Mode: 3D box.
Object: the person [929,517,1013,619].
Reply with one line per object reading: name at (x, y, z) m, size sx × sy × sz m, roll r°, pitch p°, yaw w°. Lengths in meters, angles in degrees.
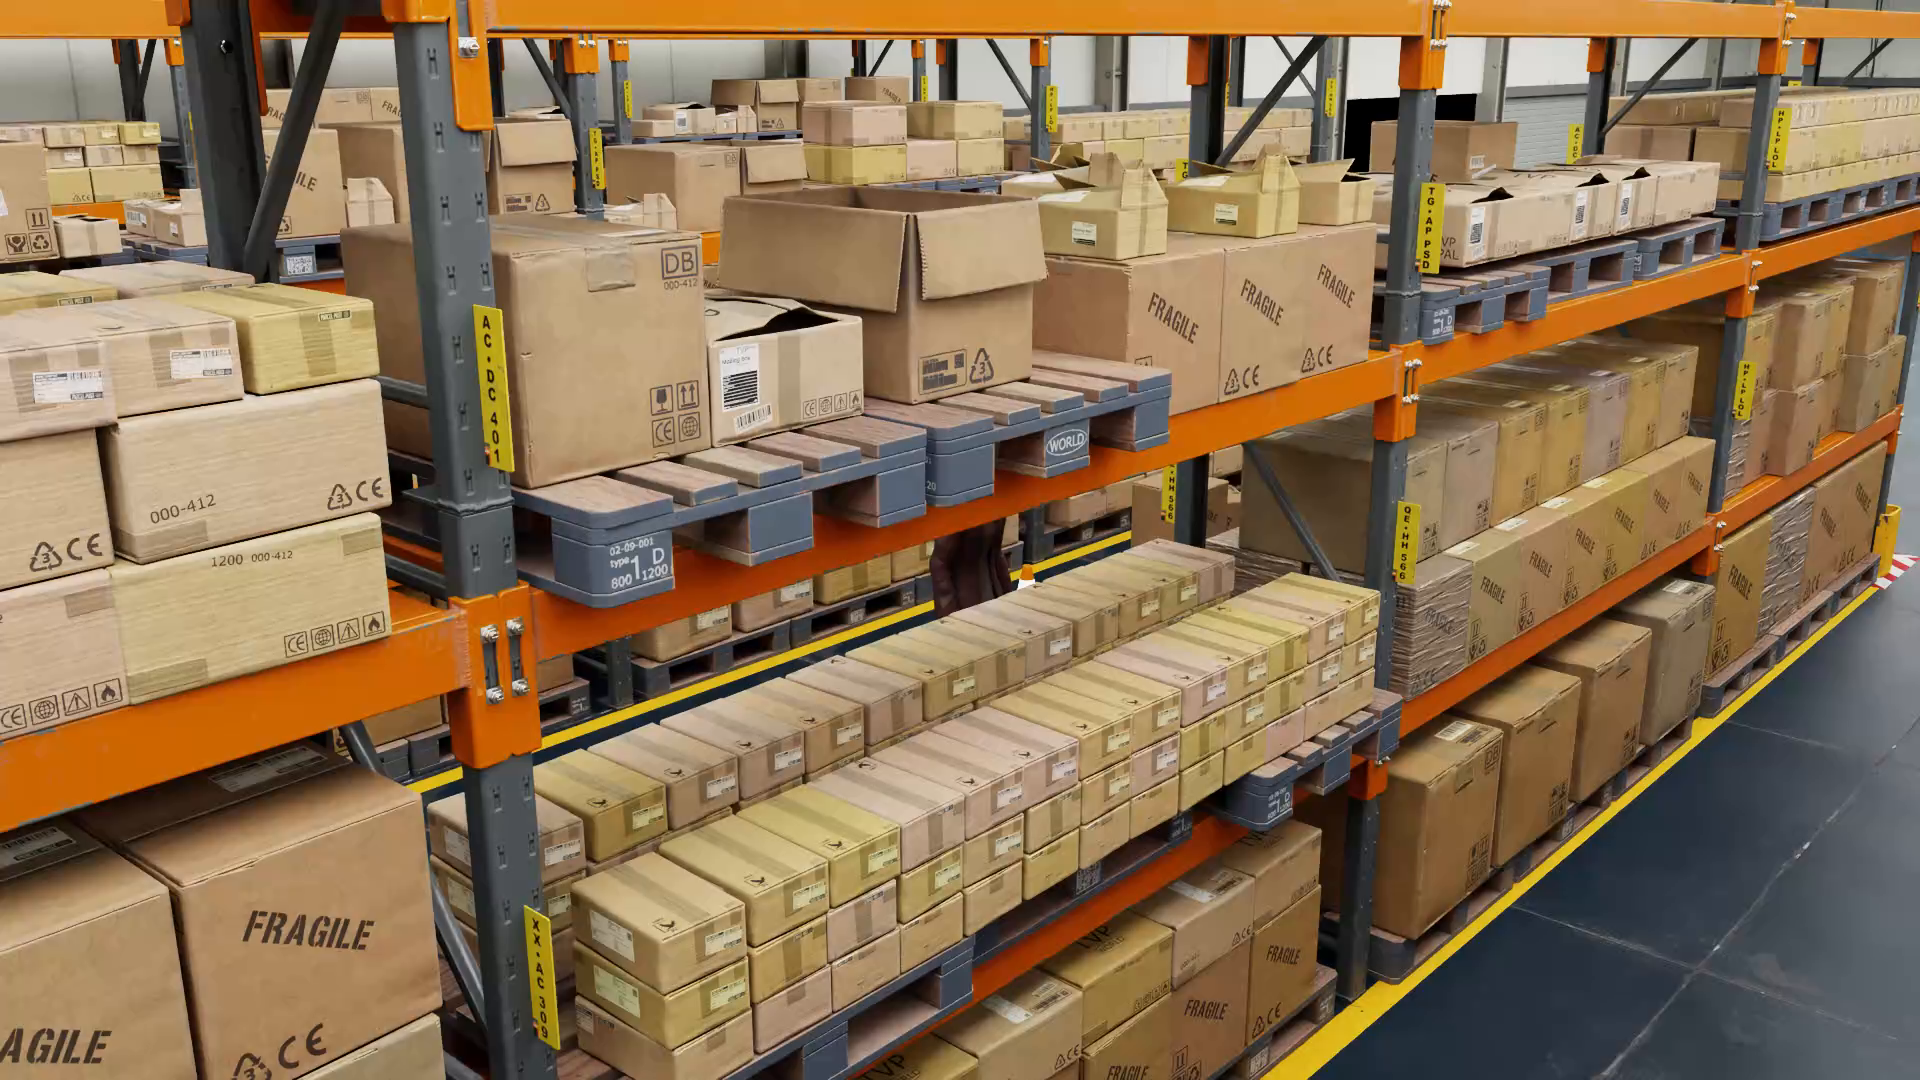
person at (0.084, 0.365, 9.351) m, size 0.428 × 1.773 × 0.650 m, roll 13°, pitch 21°, yaw 36°
